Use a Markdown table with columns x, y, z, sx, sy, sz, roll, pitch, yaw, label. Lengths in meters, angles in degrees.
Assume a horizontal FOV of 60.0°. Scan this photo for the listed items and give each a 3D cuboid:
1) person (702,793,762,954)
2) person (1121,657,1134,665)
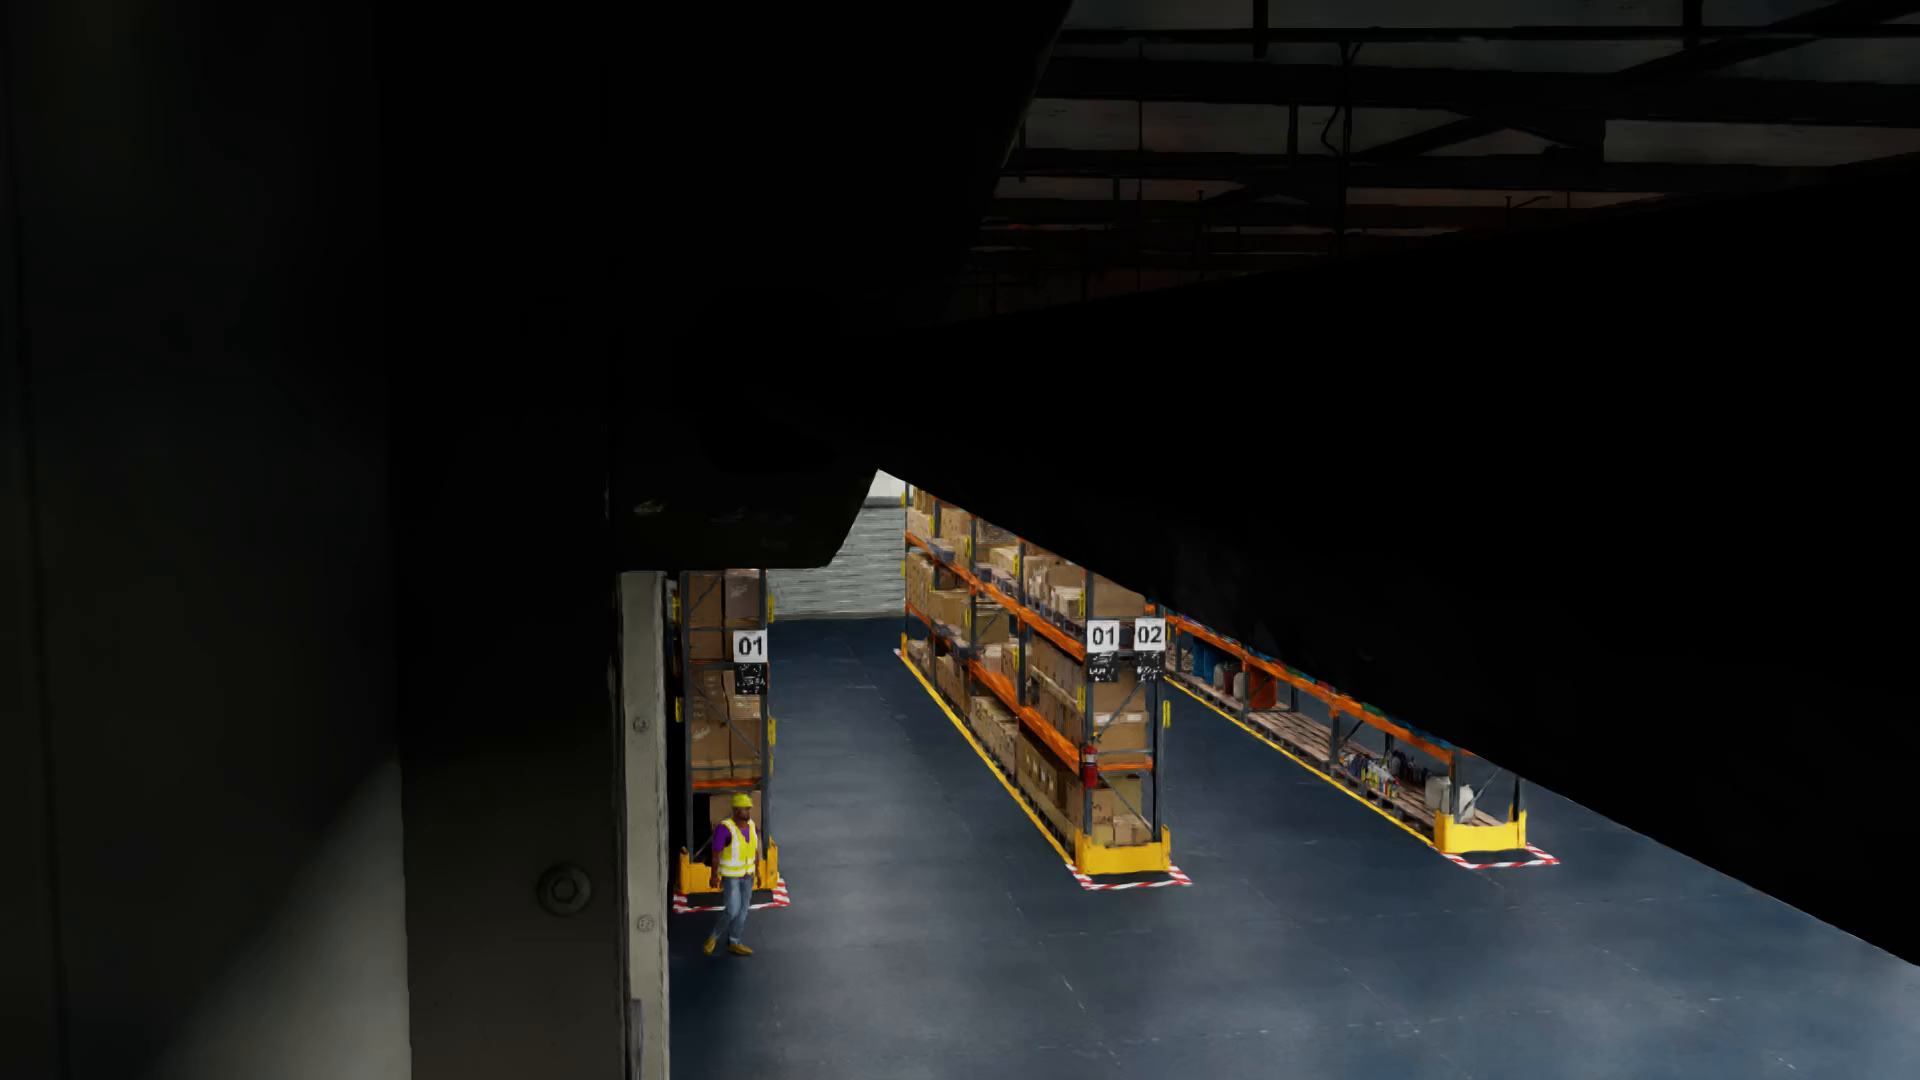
| x | y | z | sx | sy | sz | roll | pitch | yaw | label |
| --- | --- | --- | --- | --- | --- | --- | --- | --- | --- |
| -2.457 | 3.599 | 17.934 | 0.492 | 1.754 | 0.669 | 5 | 8 | 39 | person |
| 3.218 | 2.235 | 31.536 | 0.678 | 1.660 | 0.836 | 0 | 6 | -5 | person |
